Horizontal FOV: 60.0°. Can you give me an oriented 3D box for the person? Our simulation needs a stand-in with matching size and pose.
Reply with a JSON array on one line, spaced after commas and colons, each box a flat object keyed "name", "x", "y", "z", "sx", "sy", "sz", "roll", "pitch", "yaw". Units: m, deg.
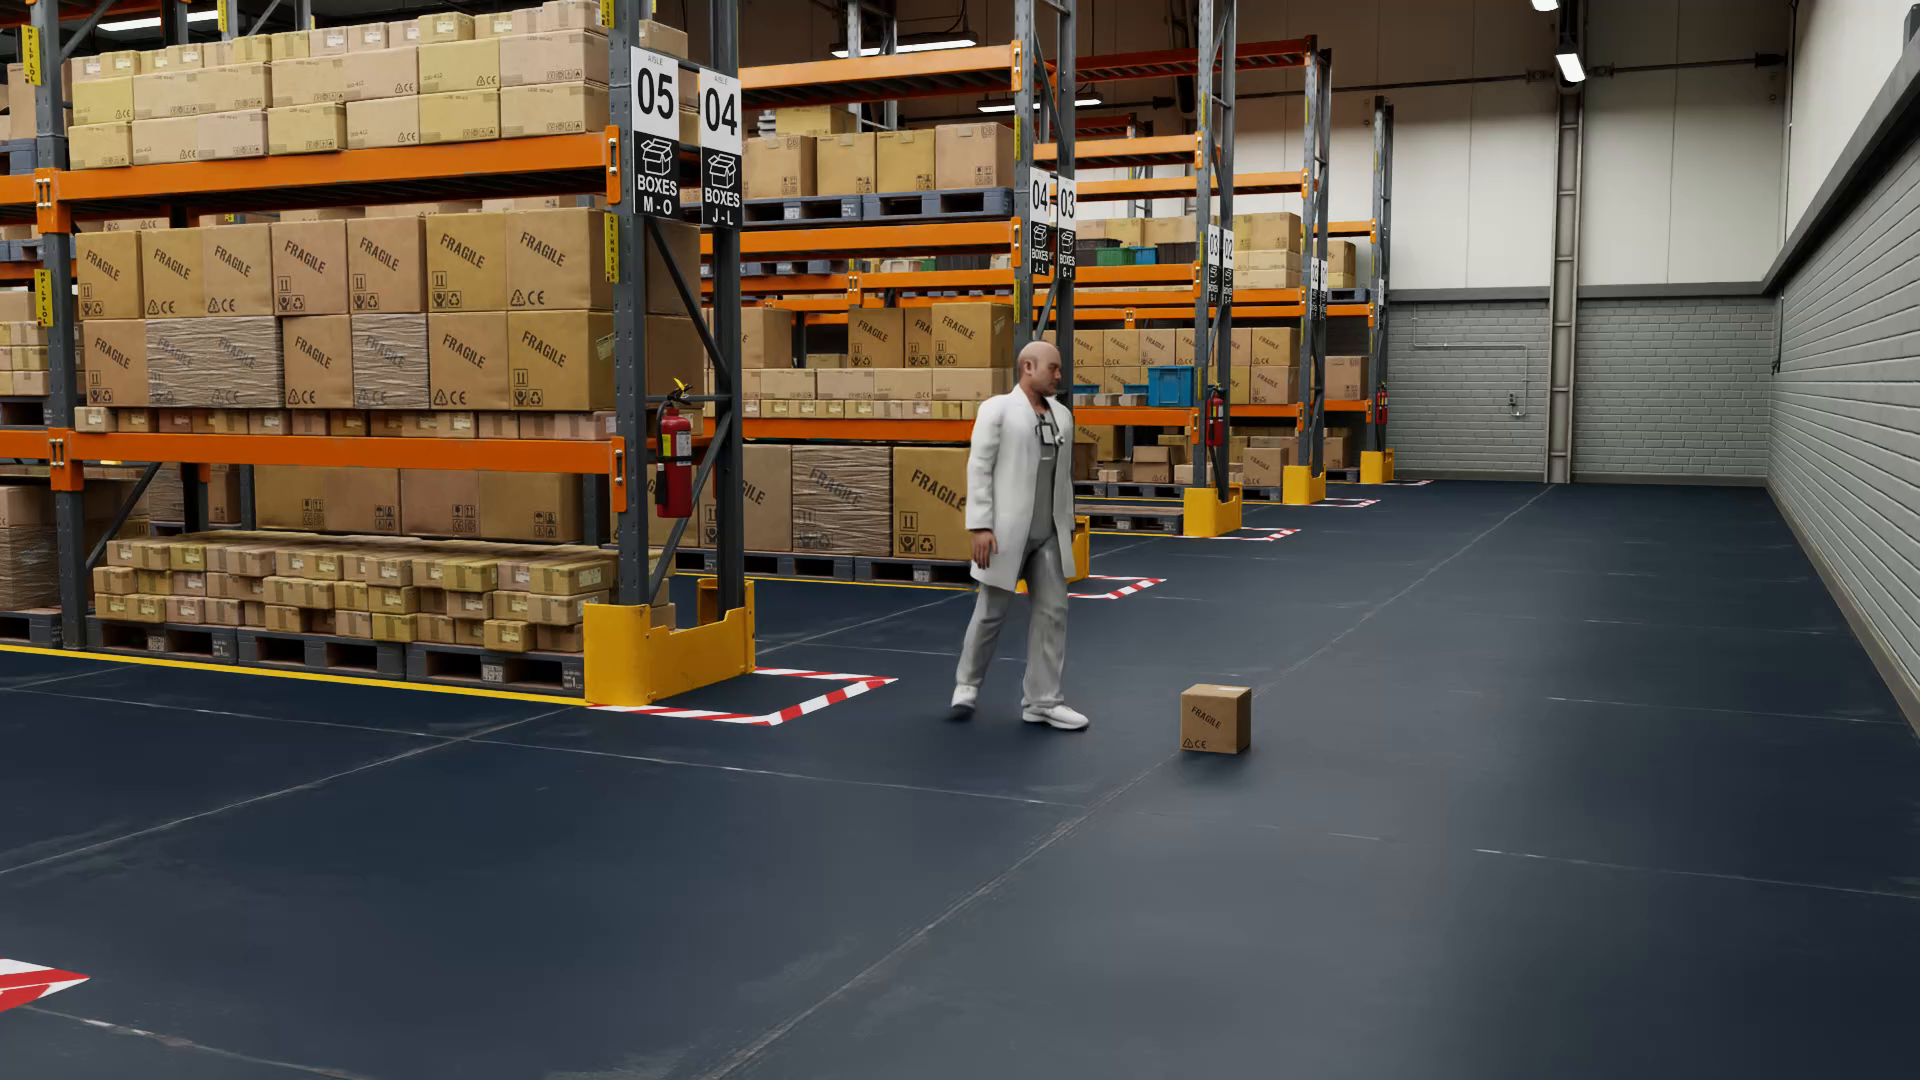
[{"name": "person", "x": 0.273, "y": -0.036, "z": 7.762, "sx": 0.612, "sy": 1.776, "sz": 0.768, "roll": -3, "pitch": 6, "yaw": -32}]
